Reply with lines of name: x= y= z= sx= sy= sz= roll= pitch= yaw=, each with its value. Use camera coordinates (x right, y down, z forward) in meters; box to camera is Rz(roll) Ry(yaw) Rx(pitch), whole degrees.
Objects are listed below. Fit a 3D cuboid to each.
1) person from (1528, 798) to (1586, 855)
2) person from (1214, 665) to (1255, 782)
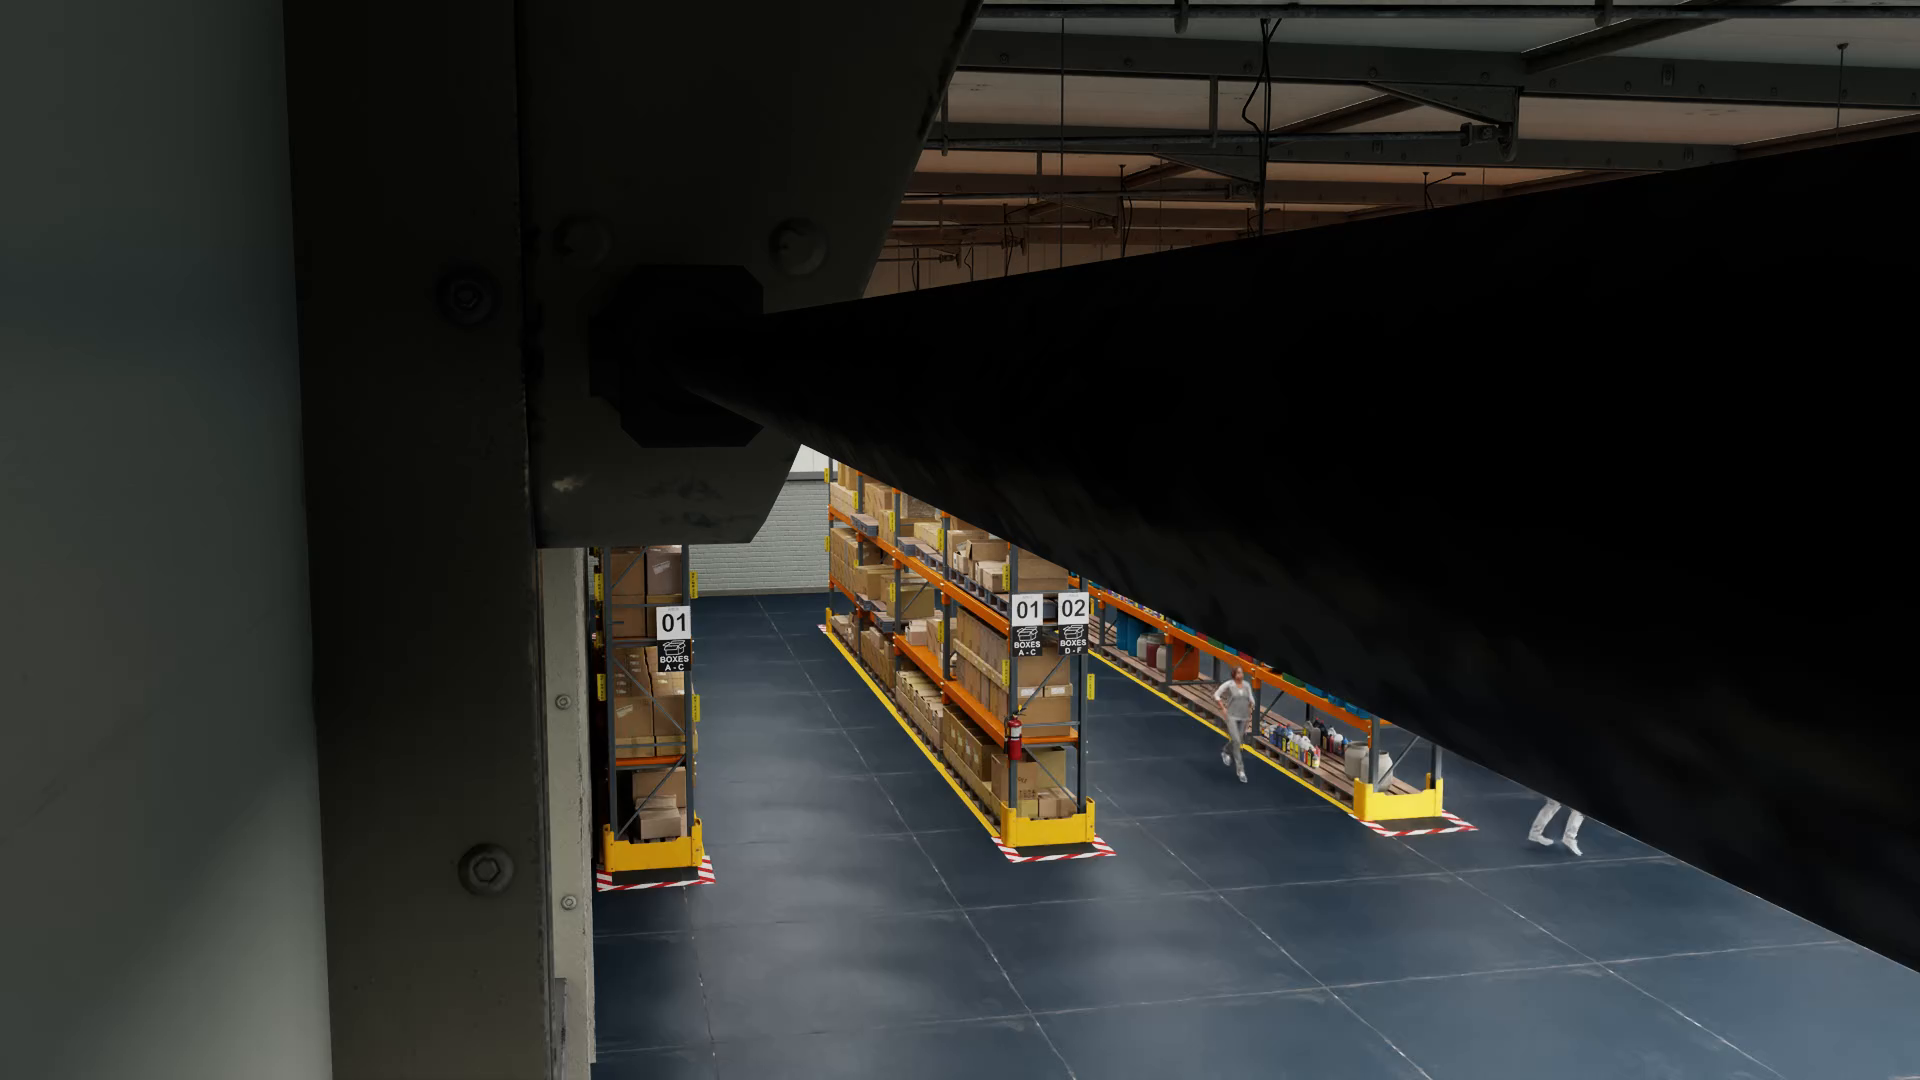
person: x=7.504 y=3.001 z=20.681 sx=0.763 sy=1.839 sz=0.658 roll=1 pitch=7 yaw=9
person: x=3.964 y=2.585 z=23.874 sx=0.539 sy=1.610 sz=0.871 roll=-2 pitch=7 yaw=-18
